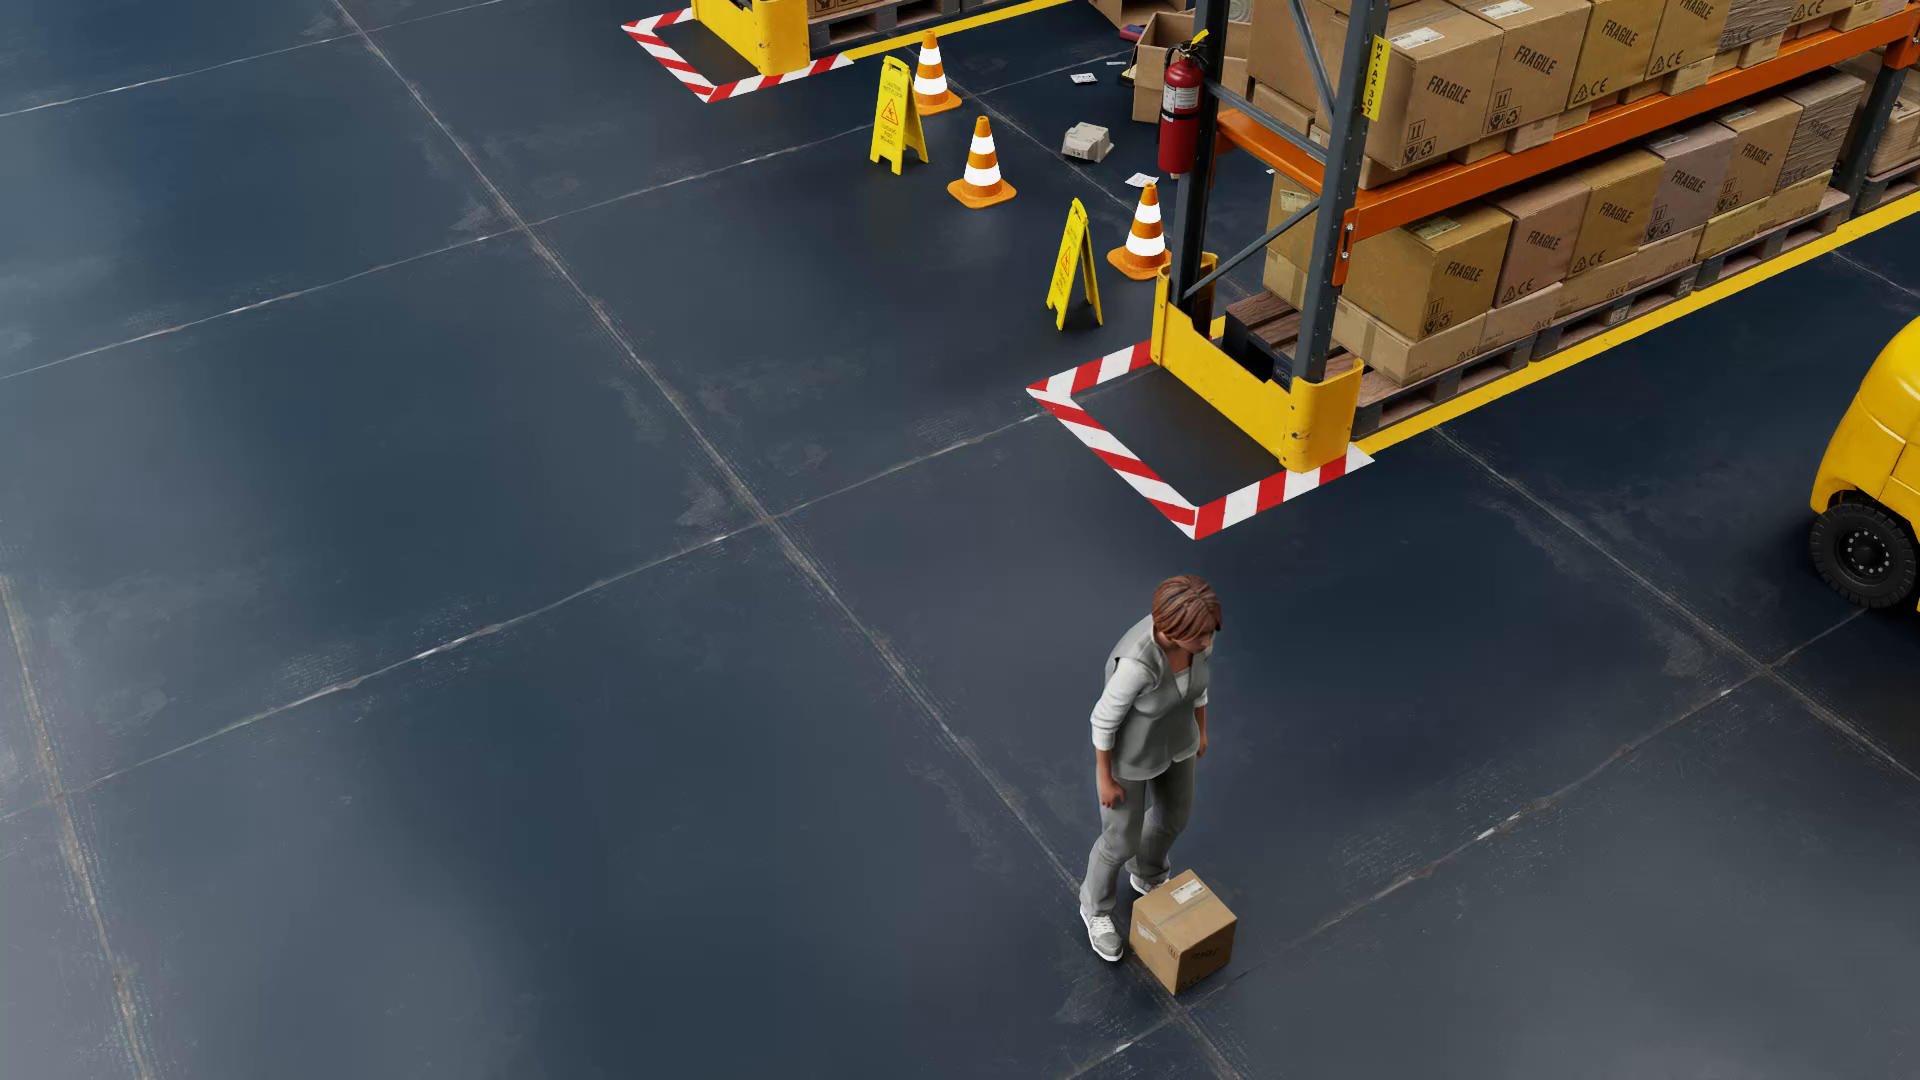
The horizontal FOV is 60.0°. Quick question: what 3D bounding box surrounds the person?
[{"bbox_3d":[0.615,0.702,5.379,0.474,1.580,0.346,-25,47,-26],"label":"person"}]
